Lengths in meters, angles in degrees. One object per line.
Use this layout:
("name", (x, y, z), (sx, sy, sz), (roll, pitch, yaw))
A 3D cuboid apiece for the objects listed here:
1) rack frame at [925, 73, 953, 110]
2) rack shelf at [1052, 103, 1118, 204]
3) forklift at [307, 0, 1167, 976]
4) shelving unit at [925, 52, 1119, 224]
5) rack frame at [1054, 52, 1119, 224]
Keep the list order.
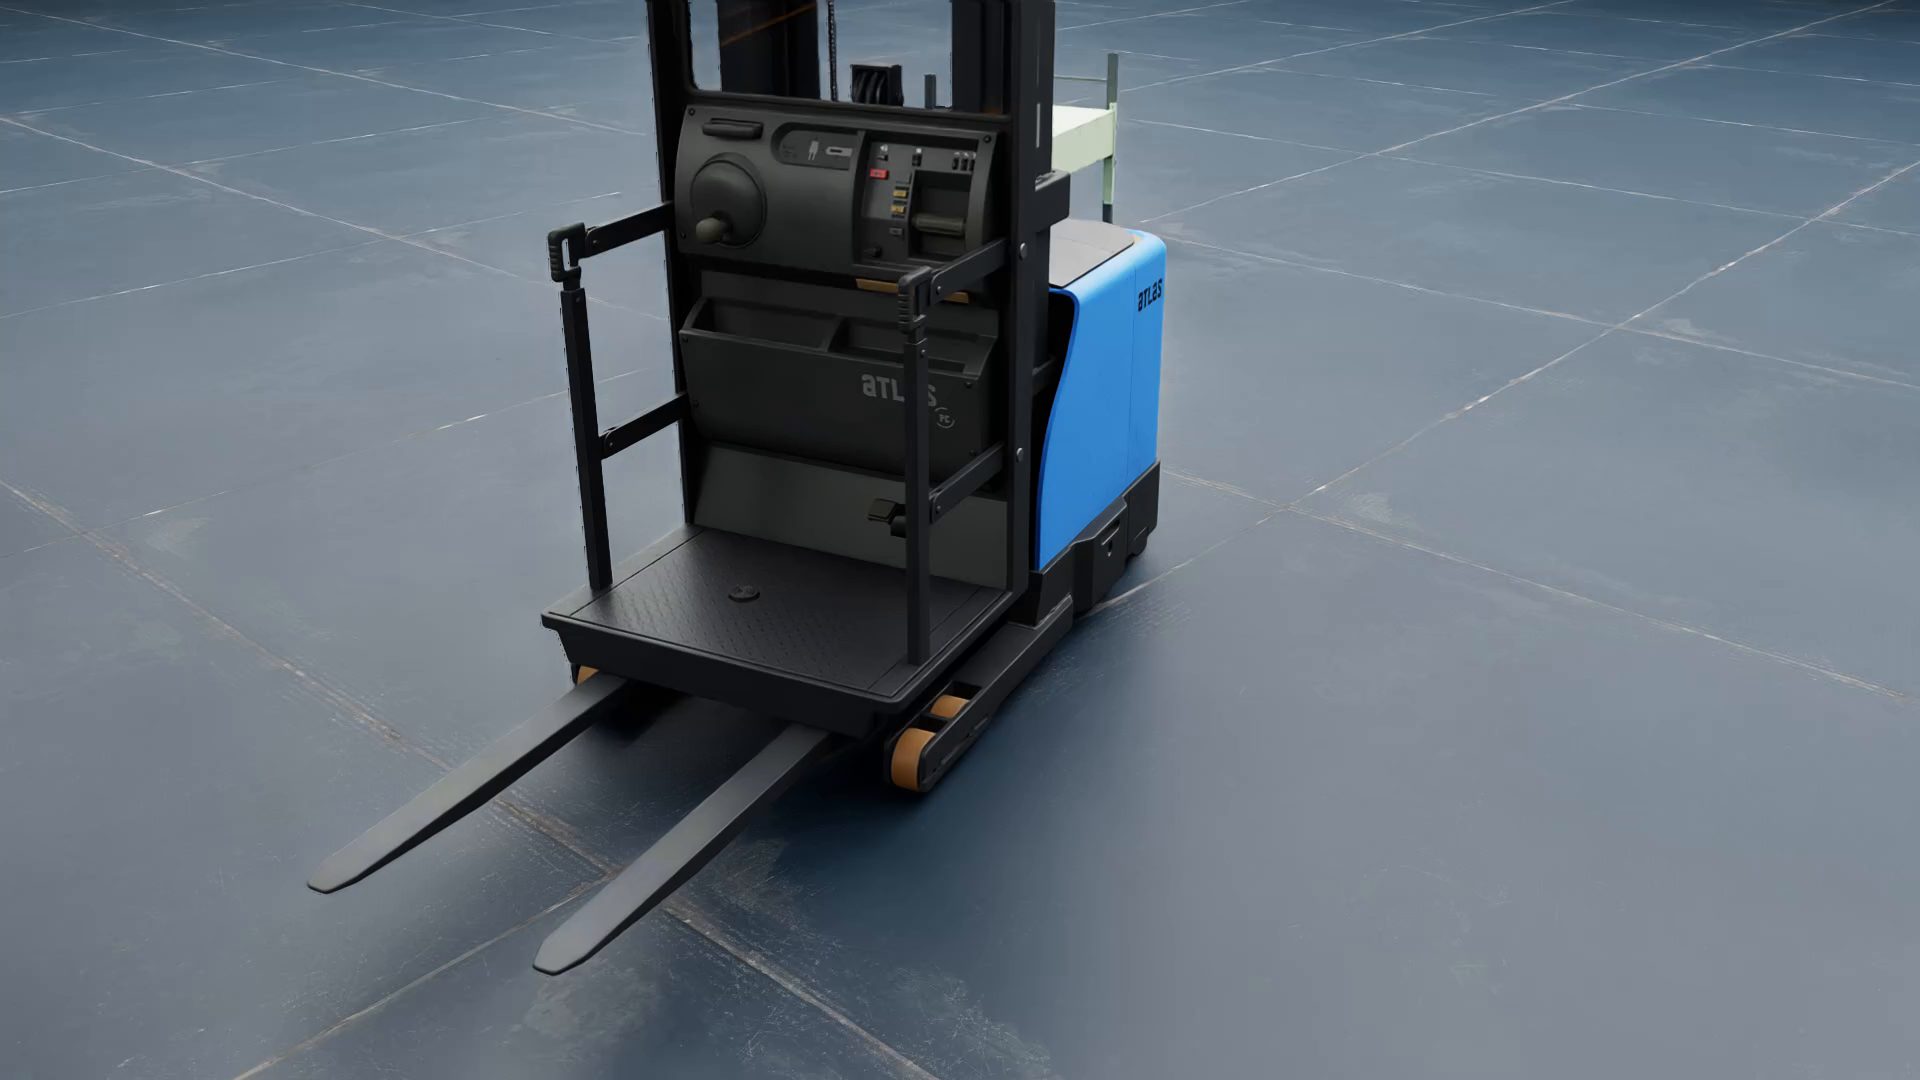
("rack frame", (0.067, -0.842, 5.795), (0.400, 1.500, 0.023), (11, 27, 24))
("rack shelf", (0.229, -1.333, 5.935), (0.431, 0.370, 0.720), (11, 27, 24))
("forklift", (-0.430, -0.890, 4.153), (1.130, 2.935, 3.031), (11, 27, 24))
("shelving unit", (0.229, -0.976, 6.095), (0.431, 1.500, 0.755), (11, 27, 24))
("rack frame", (0.391, -1.111, 6.394), (0.400, 1.500, 0.023), (11, 27, 24))
